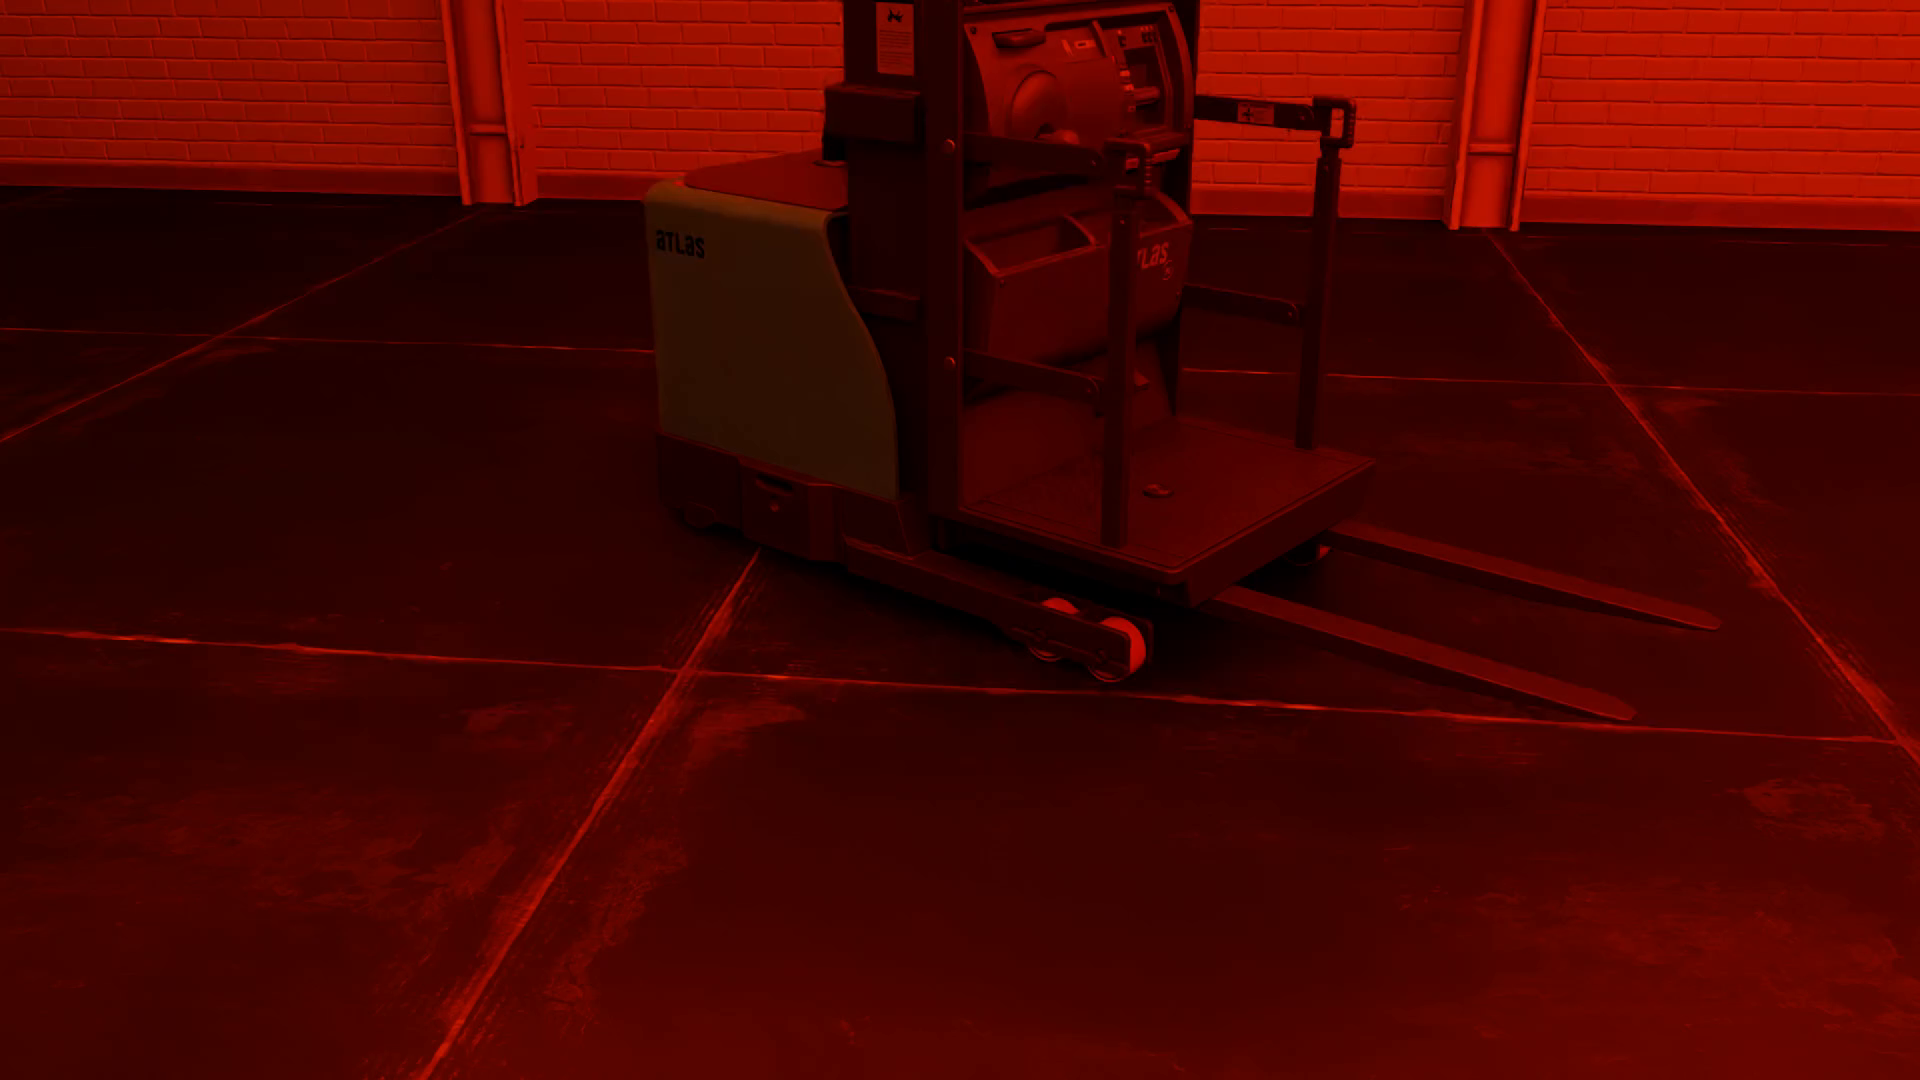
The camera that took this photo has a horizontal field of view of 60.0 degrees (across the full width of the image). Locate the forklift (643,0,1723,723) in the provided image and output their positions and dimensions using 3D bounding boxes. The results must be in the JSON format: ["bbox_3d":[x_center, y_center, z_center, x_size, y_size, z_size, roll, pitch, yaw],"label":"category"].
[{"bbox_3d":[0.496,-1.216,4.273,3.031,2.935,1.130,17,28,36],"label":"forklift"}]
